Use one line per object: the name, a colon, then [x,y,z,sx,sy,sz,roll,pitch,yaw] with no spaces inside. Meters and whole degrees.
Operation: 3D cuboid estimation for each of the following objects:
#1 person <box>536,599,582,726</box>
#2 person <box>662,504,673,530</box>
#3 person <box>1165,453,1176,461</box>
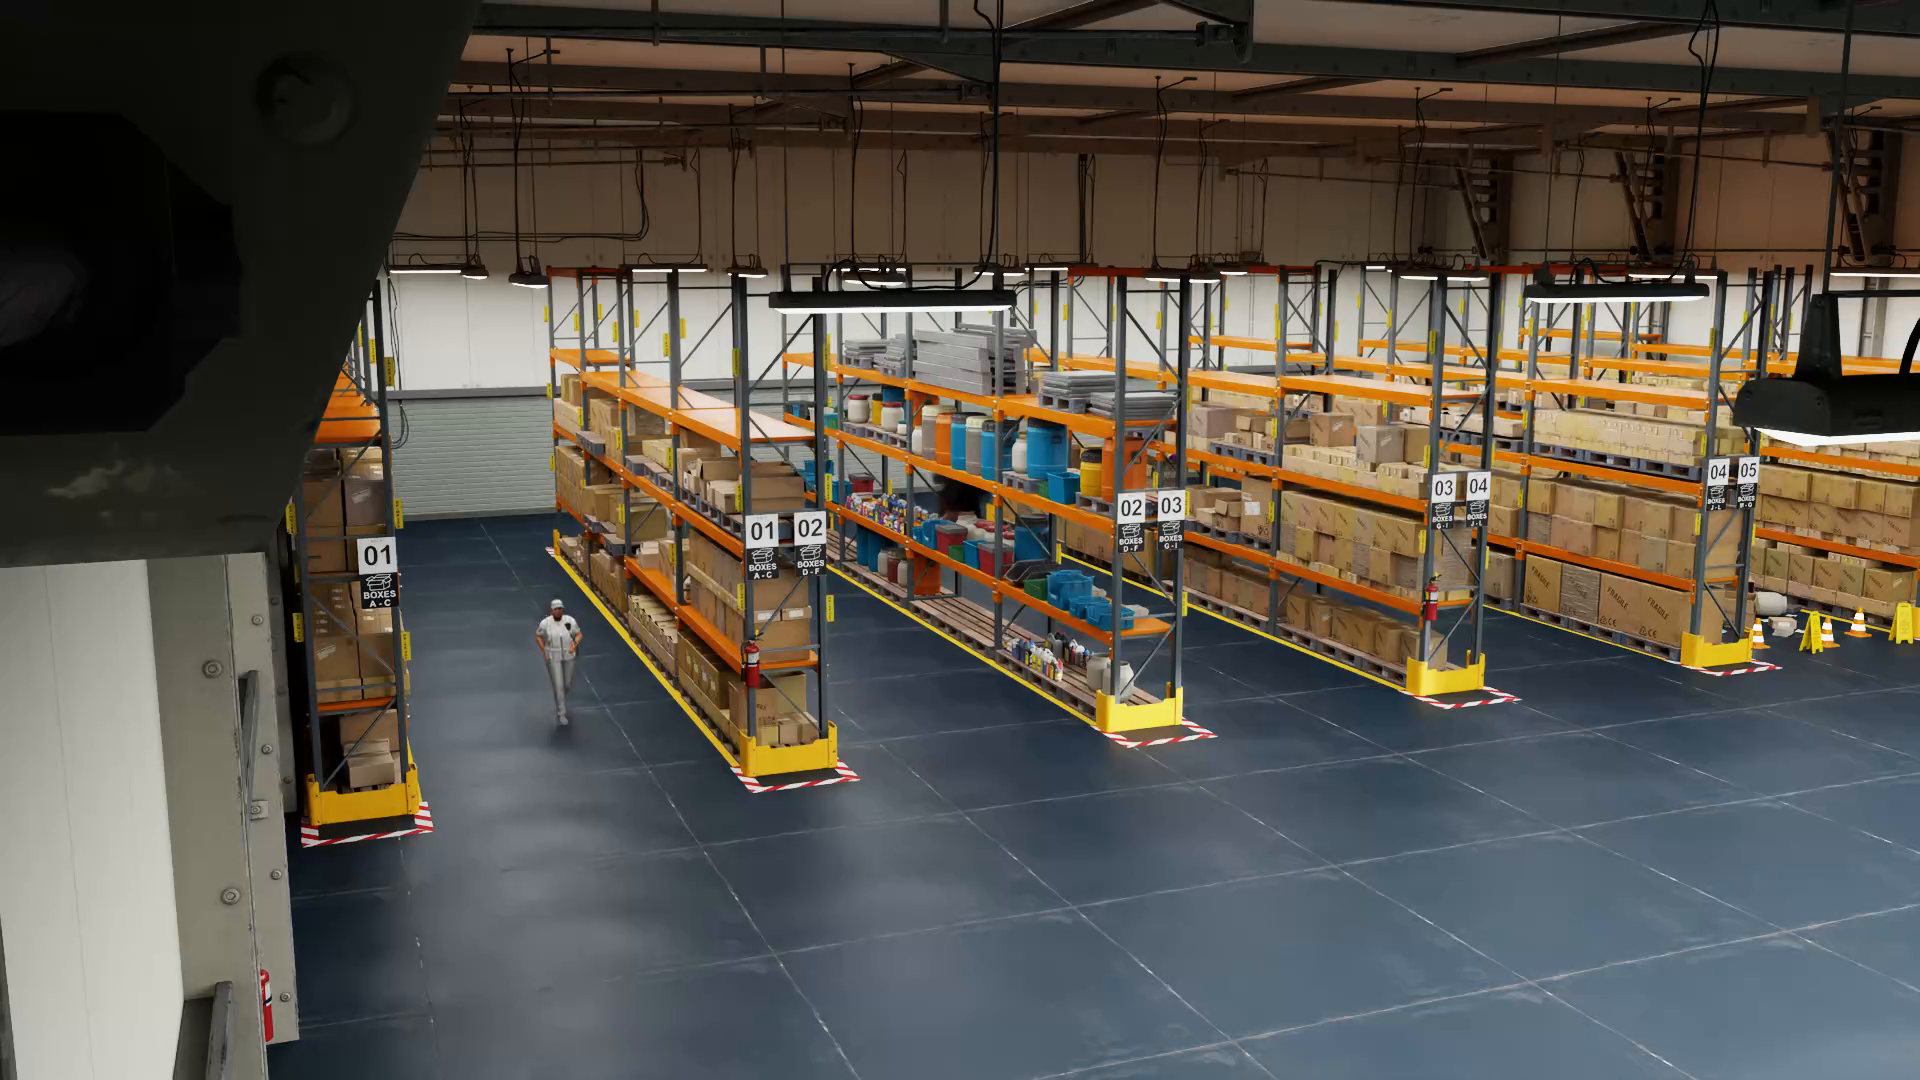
person: [-5.415,1.605,22.545,0.599,1.663,0.837,-5,11,-25]
person: [-6.533,-0.729,35.880,0.725,1.745,0.710,4,11,23]
person: [5.309,-1.695,41.509,0.679,1.717,0.749,-1,10,-5]
